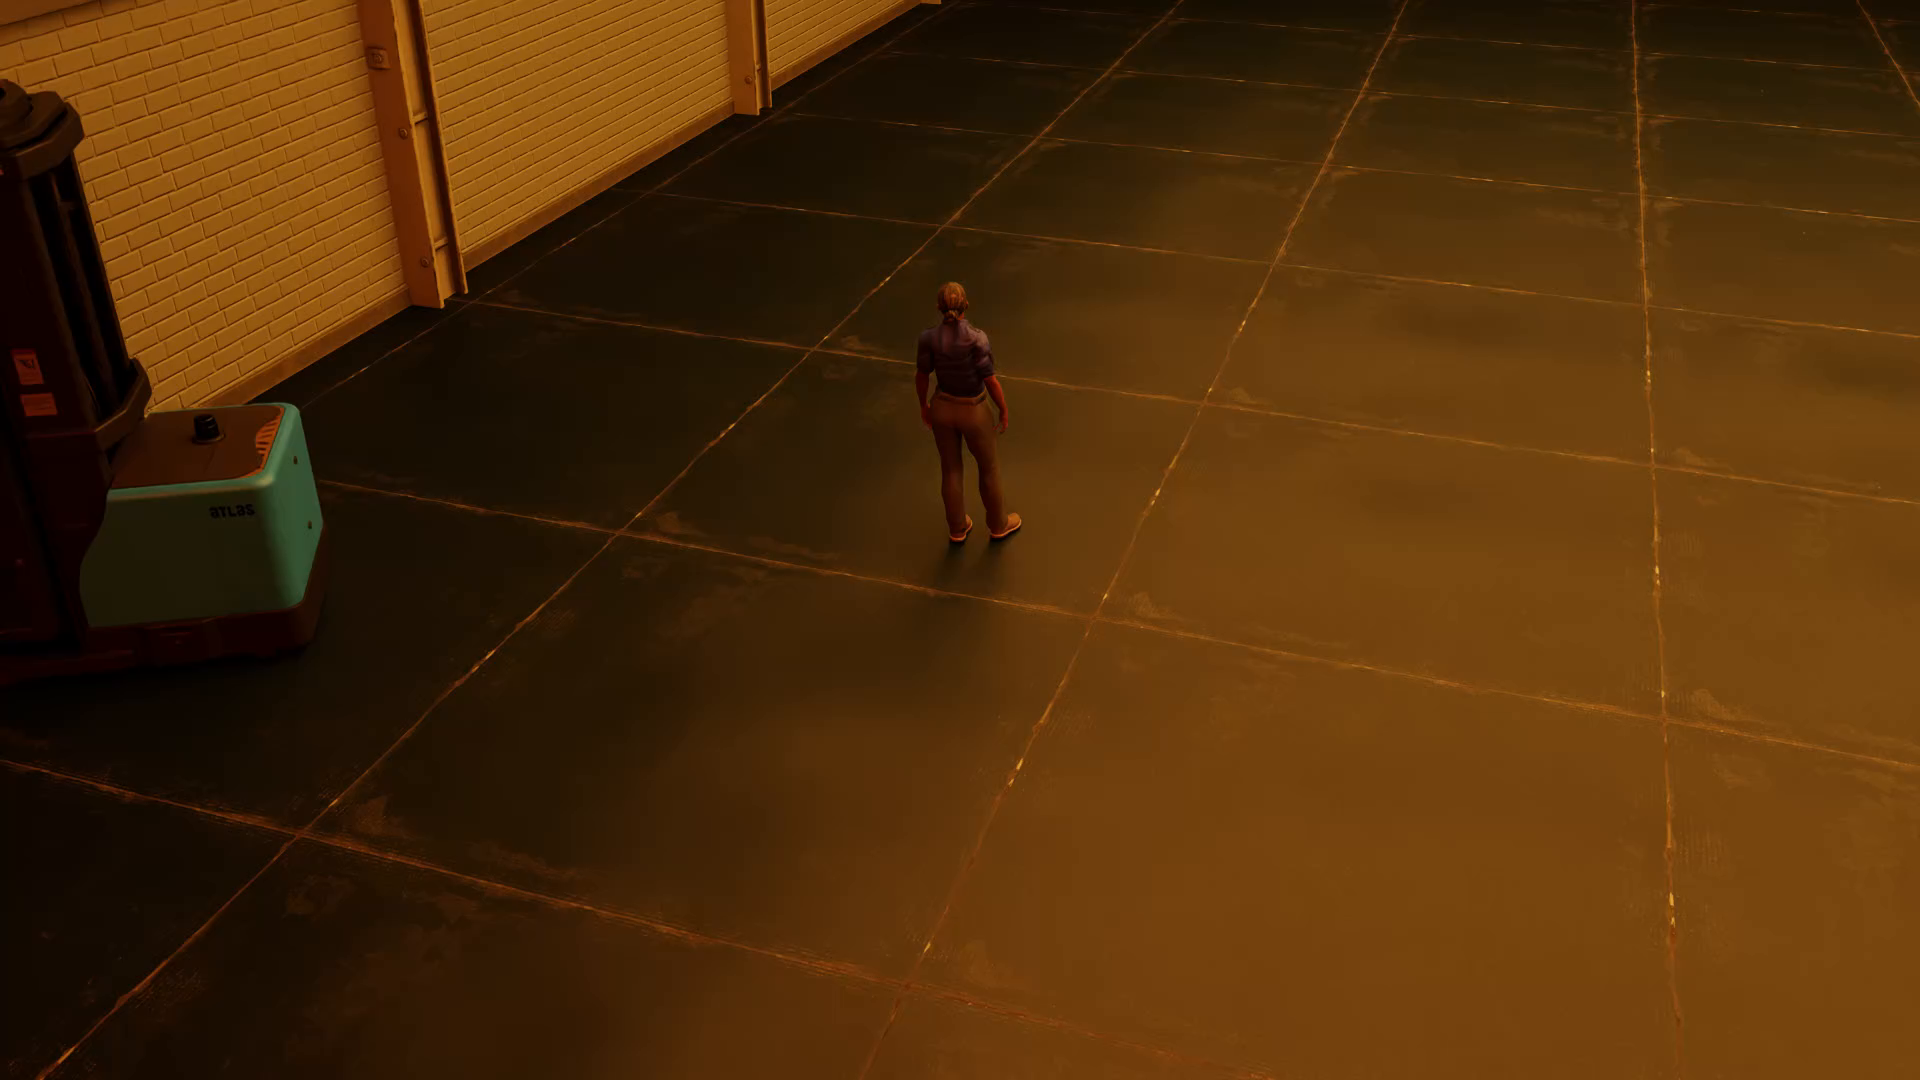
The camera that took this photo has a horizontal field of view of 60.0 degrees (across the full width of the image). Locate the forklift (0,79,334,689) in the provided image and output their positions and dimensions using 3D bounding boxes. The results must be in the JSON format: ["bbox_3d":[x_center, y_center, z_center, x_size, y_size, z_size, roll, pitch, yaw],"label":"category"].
[{"bbox_3d":[-5.078,-0.747,8.448,3.031,2.935,1.130,-6,30,-10],"label":"forklift"}]

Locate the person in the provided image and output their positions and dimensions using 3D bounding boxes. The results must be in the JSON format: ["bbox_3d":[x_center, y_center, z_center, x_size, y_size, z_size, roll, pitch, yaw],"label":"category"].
[{"bbox_3d":[0.047,-0.763,9.749,0.569,1.656,0.503,10,31,16],"label":"person"}]
